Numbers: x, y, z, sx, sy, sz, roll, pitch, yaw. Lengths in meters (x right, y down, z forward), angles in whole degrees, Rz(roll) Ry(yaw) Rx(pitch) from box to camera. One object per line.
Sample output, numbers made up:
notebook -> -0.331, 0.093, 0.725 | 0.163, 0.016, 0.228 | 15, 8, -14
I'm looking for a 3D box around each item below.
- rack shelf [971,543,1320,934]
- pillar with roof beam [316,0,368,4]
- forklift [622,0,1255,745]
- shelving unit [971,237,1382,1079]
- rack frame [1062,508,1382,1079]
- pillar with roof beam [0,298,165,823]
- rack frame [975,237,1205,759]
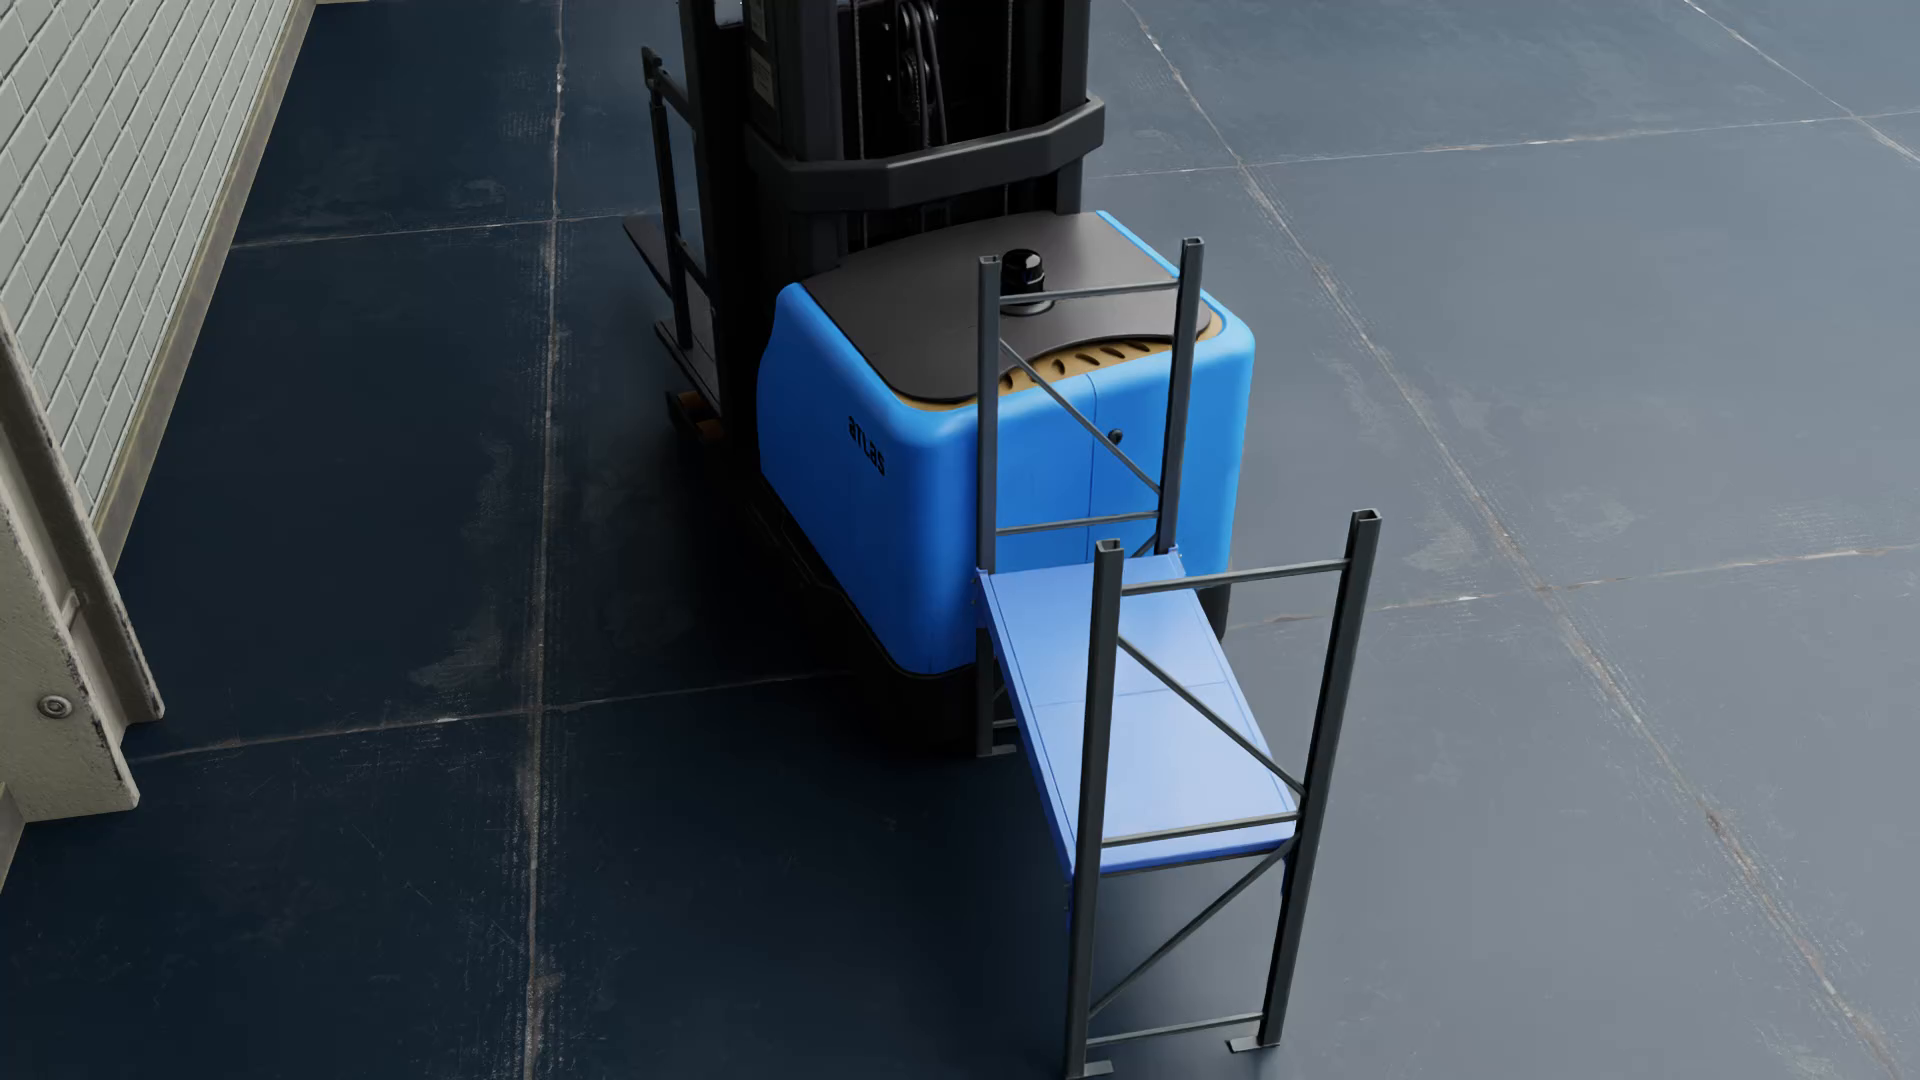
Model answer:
rack shelf -> 0.383, 0.410, 3.793 | 0.538, 0.185, 1.000 | -7, 38, -8
pillar with roof beam -> 0.845, -7.042, 6.979 | 9.100, 9.000, 0.400 | -6, 38, -8
forklift -> -0.344, -1.507, 4.800 | 1.130, 2.935, 3.031 | -17, 41, -21
shelving unit -> 0.383, 0.268, 3.682 | 0.538, 1.500, 1.048 | -7, 38, -8
rack frame -> 0.477, 0.575, 3.288 | 0.500, 1.500, 0.032 | -7, 38, -8
pillar with roof beam -> 1.897, -3.418, 2.314 | 9.100, 9.000, 0.400 | -6, 38, -8
rack frame -> 0.289, -0.038, 4.077 | 0.500, 1.500, 0.032 | -7, 38, -8
